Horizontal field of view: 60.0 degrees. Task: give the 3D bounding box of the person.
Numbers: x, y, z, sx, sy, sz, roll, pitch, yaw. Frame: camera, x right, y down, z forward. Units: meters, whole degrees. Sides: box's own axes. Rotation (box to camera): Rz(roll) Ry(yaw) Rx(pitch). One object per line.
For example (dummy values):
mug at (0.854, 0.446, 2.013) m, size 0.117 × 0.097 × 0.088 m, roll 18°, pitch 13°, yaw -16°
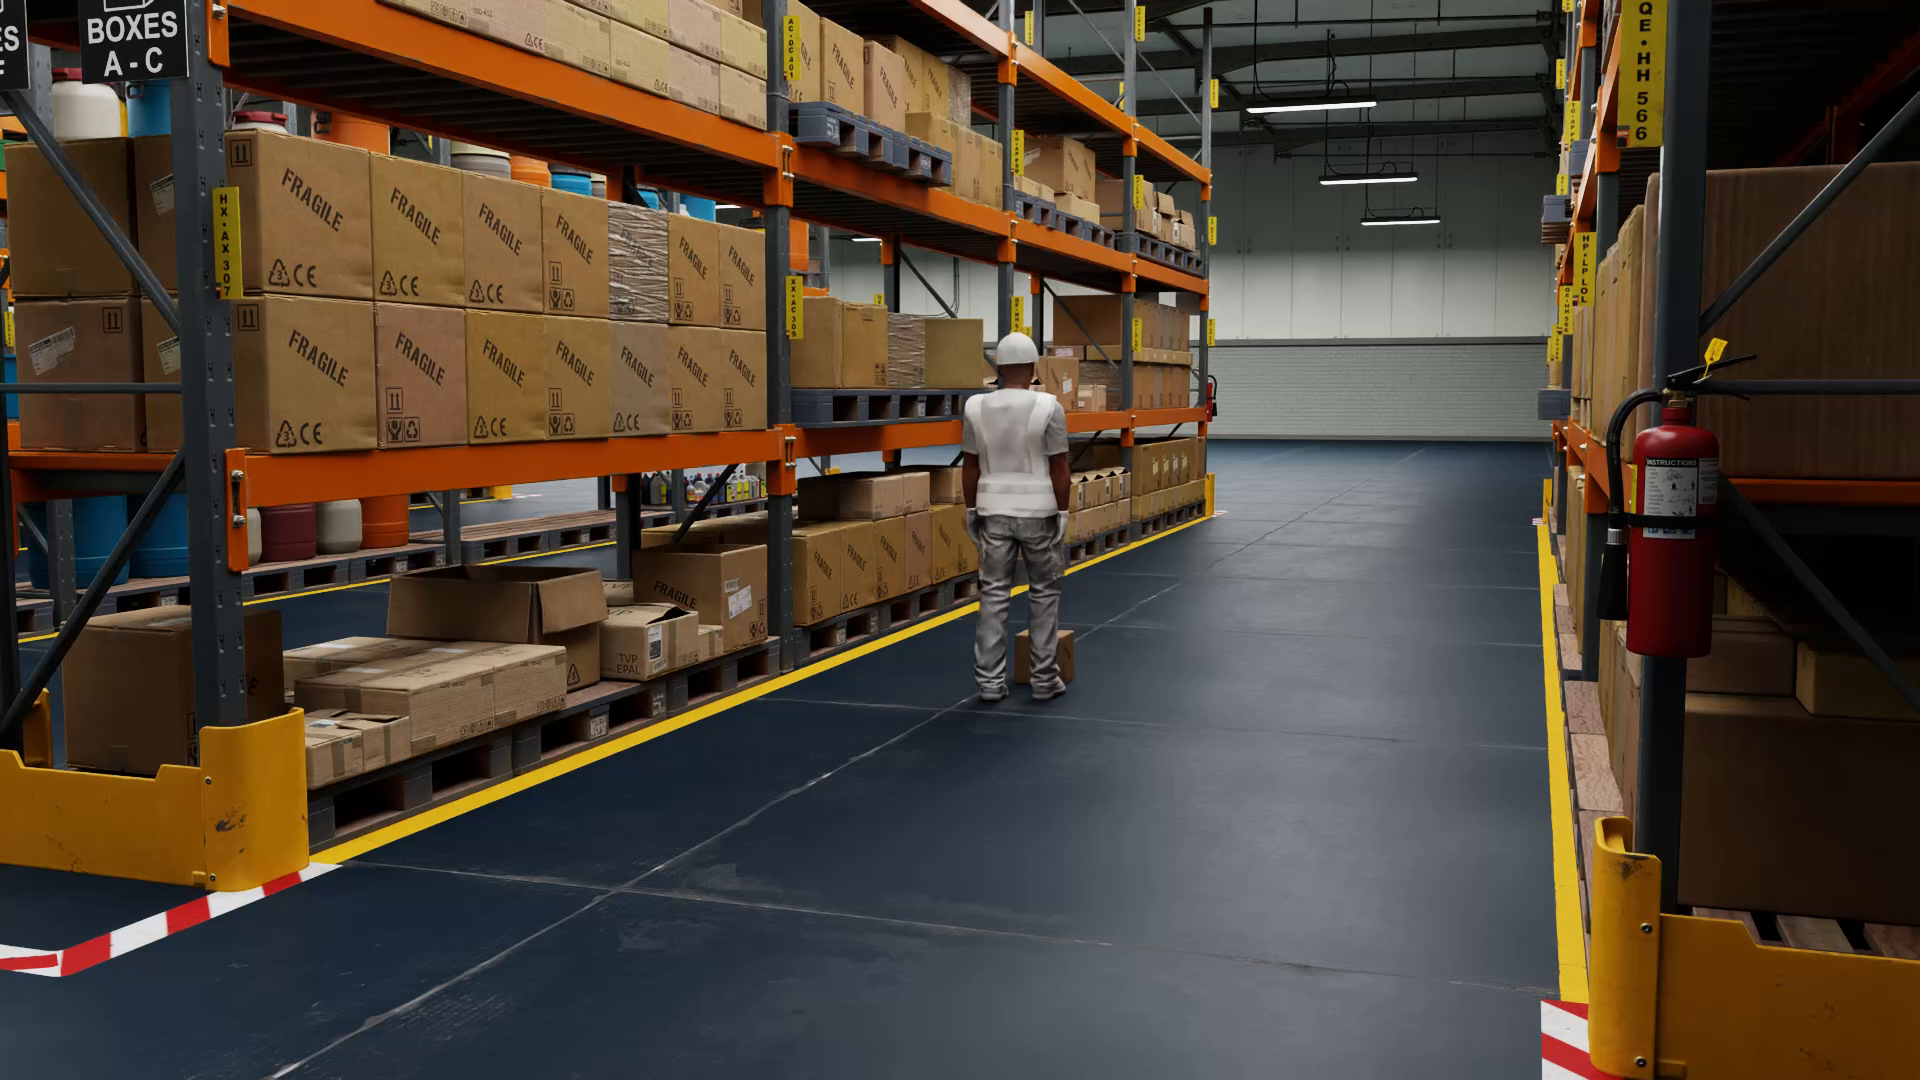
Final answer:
person at (0.288, -0.114, 8.134) m, size 0.545 × 1.789 × 0.424 m, roll 2°, pitch 5°, yaw 20°
